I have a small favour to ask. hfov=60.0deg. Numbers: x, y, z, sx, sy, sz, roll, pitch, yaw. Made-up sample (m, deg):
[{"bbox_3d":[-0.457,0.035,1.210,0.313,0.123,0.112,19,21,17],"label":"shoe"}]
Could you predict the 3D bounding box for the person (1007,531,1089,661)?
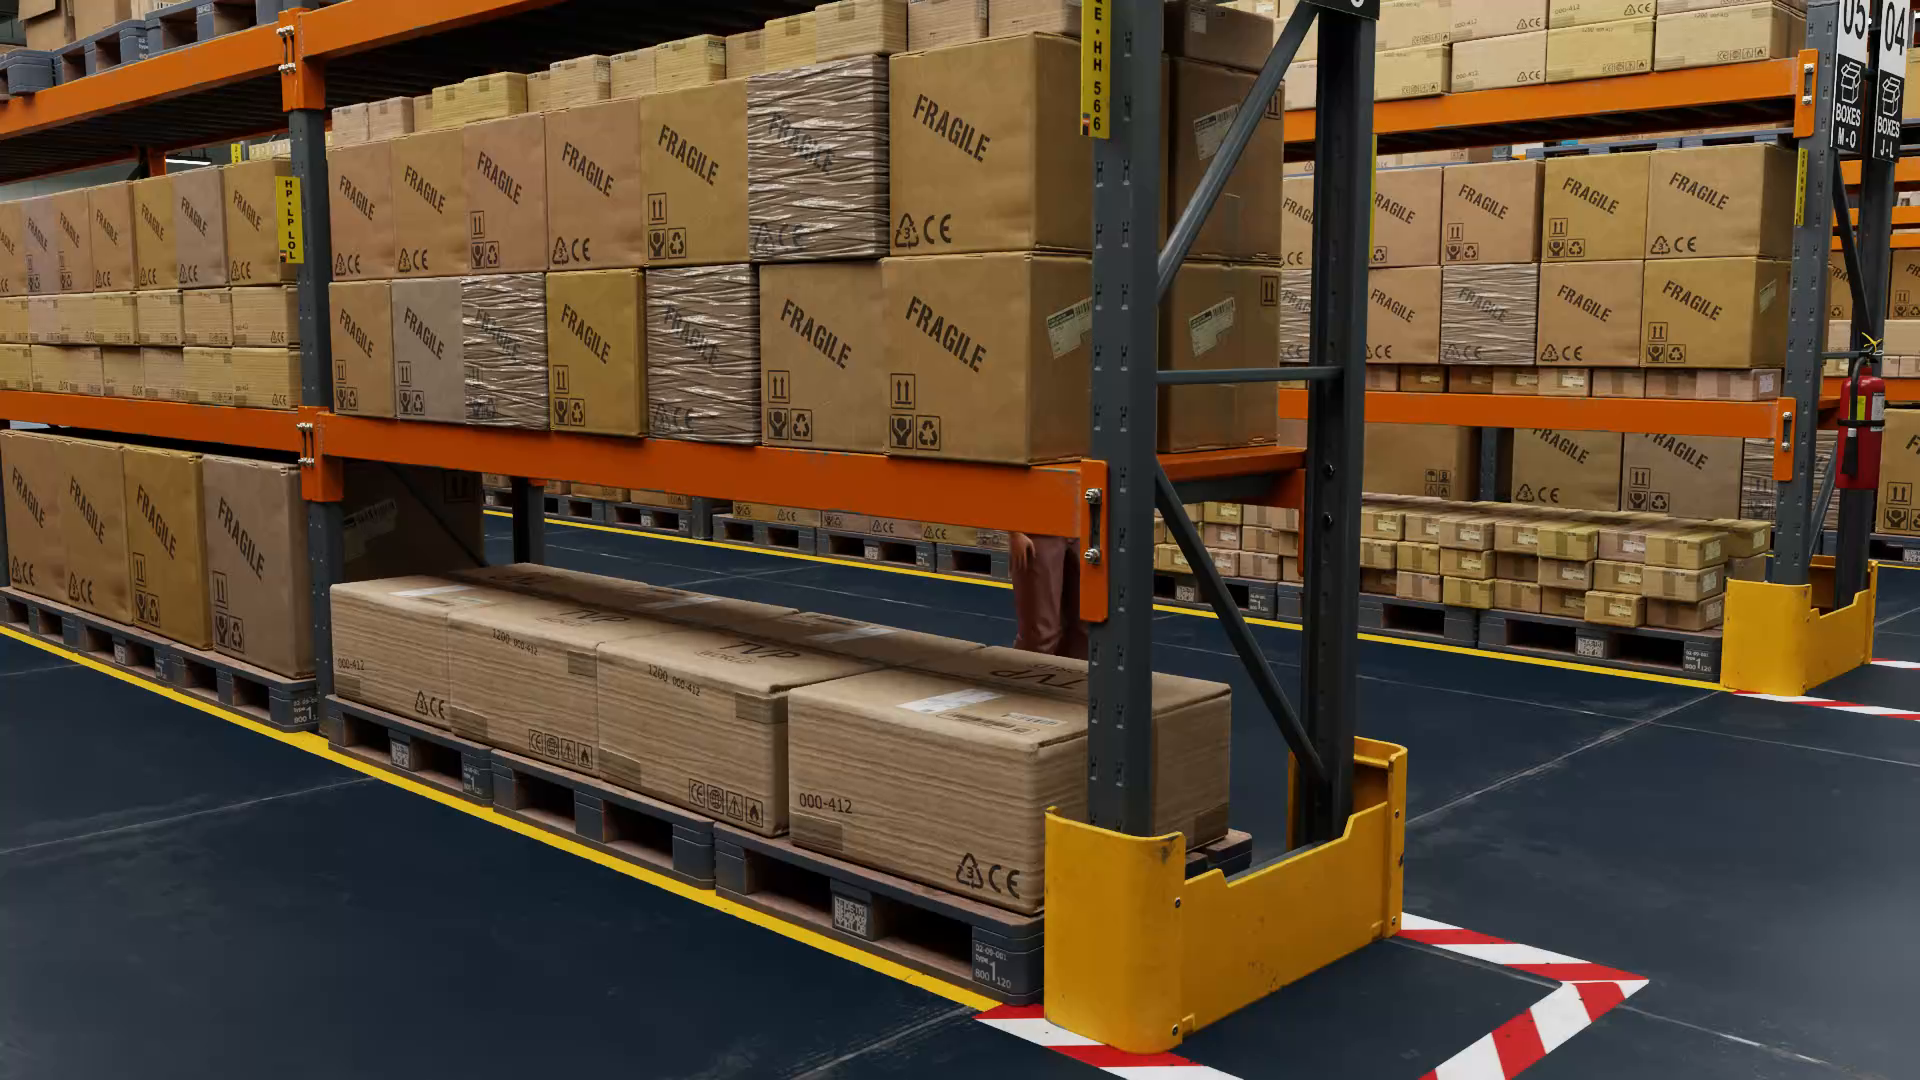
[{"bbox_3d":[0.370,-0.006,6.321,0.360,1.672,0.496,7,10,44],"label":"person"}]
